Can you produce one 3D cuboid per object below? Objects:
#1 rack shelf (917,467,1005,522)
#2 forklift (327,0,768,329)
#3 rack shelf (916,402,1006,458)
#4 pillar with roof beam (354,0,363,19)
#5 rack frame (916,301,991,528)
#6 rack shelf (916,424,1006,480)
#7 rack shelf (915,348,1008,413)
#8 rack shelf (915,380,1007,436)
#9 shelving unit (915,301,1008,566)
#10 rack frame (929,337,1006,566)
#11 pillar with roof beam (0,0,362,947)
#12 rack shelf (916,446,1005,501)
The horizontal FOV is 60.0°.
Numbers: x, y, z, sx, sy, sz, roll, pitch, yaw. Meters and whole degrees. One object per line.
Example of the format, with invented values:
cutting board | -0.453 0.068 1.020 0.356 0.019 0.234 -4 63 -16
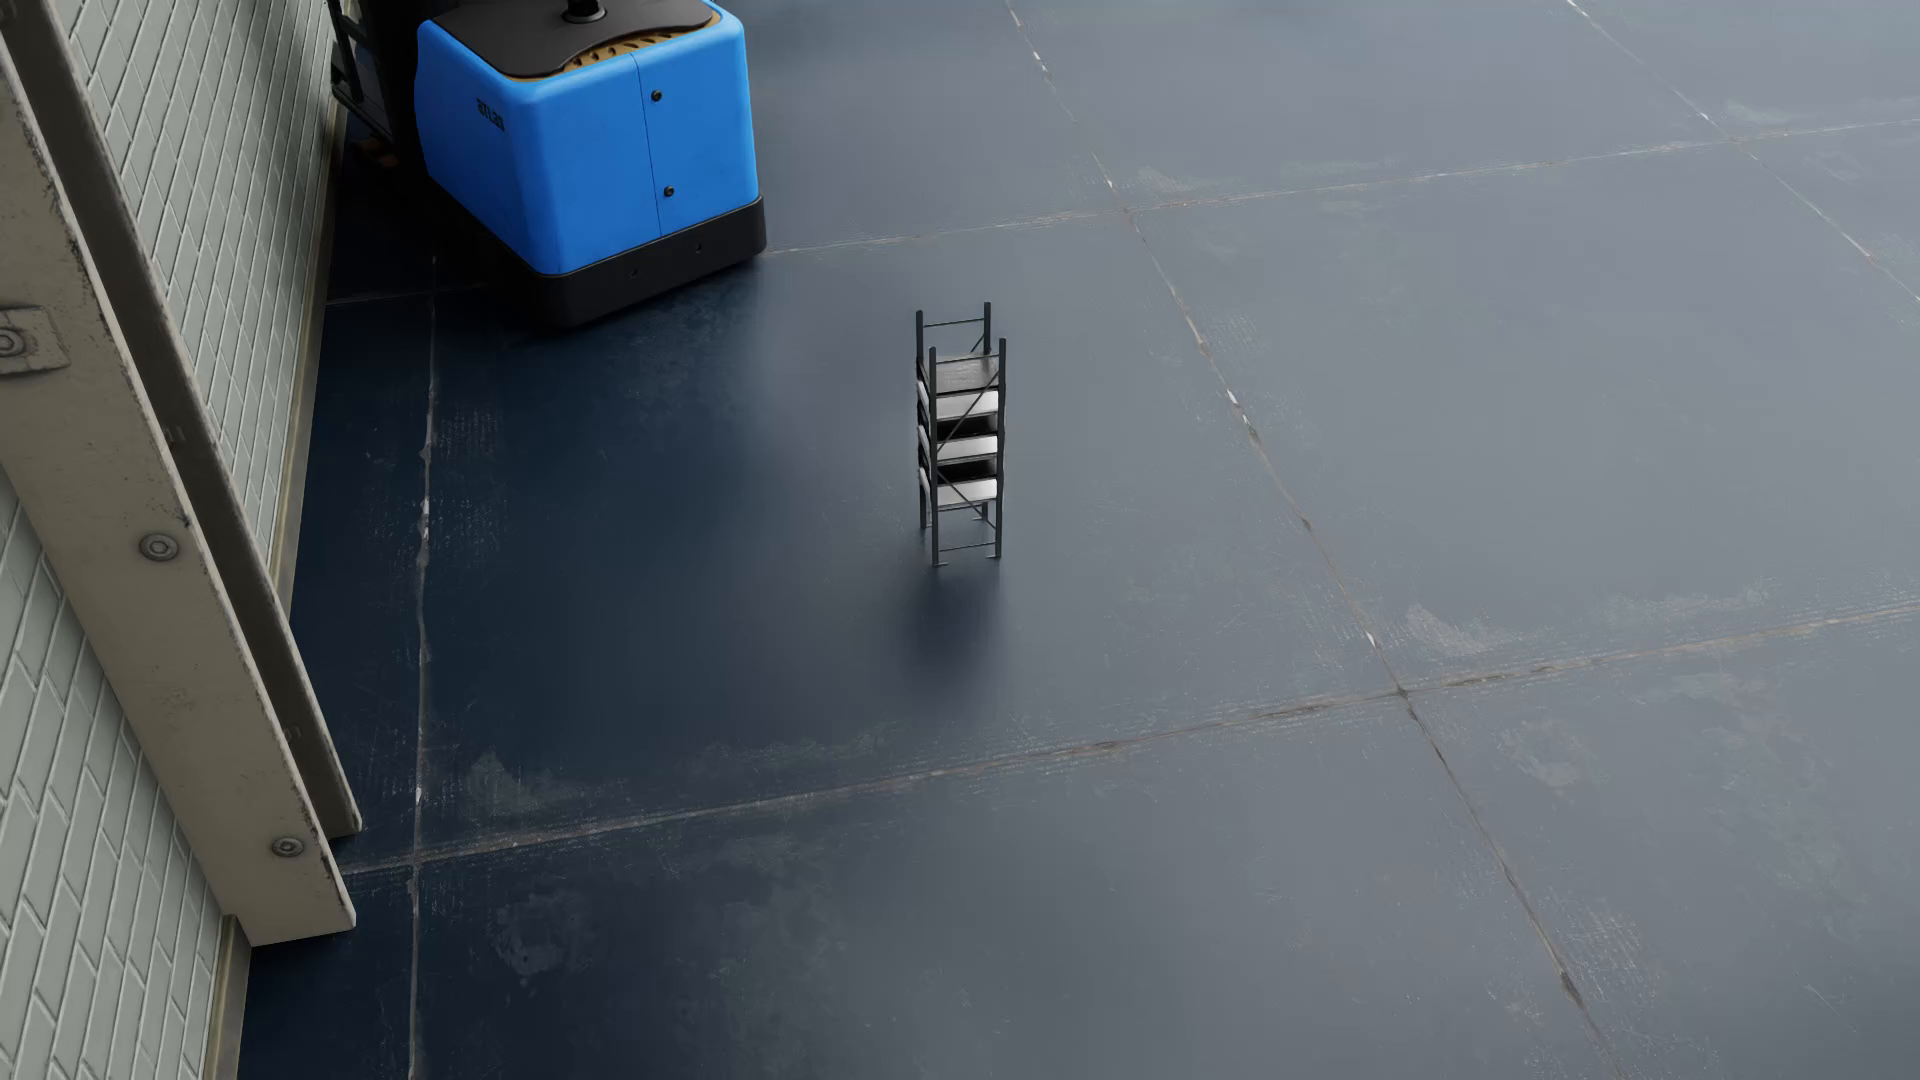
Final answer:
rack shelf | 0.002 -0.172 5.587 0.258 0.077 0.200 -8 42 -9
forklift | -2.123 -2.849 6.752 1.130 2.935 3.031 -28 49 -28
rack shelf | 0.002 -0.374 5.408 0.258 0.077 0.200 -8 42 -9
pillar with roof beam | 1.059 -6.914 6.760 9.100 9.000 0.400 -8 42 -9
rack frame | -0.020 -0.397 5.520 0.240 0.900 0.006 -8 42 -9
rack shelf | 0.002 -0.306 5.467 0.258 0.077 0.200 -8 42 -9
rack shelf | 0.002 -0.508 5.288 0.258 0.077 0.200 -8 42 -9
rack shelf | 0.002 -0.441 5.348 0.258 0.077 0.200 -8 42 -9
shelving unit | 0.002 -0.331 5.445 0.258 0.900 0.210 -8 42 -9
rack frame | 0.024 -0.265 5.371 0.240 0.900 0.006 -8 42 -9
pillar with roof beam | 2.354 -3.025 2.379 9.100 9.000 0.400 -8 42 -9
rack shelf | 0.002 -0.239 5.527 0.258 0.077 0.200 -8 42 -9
